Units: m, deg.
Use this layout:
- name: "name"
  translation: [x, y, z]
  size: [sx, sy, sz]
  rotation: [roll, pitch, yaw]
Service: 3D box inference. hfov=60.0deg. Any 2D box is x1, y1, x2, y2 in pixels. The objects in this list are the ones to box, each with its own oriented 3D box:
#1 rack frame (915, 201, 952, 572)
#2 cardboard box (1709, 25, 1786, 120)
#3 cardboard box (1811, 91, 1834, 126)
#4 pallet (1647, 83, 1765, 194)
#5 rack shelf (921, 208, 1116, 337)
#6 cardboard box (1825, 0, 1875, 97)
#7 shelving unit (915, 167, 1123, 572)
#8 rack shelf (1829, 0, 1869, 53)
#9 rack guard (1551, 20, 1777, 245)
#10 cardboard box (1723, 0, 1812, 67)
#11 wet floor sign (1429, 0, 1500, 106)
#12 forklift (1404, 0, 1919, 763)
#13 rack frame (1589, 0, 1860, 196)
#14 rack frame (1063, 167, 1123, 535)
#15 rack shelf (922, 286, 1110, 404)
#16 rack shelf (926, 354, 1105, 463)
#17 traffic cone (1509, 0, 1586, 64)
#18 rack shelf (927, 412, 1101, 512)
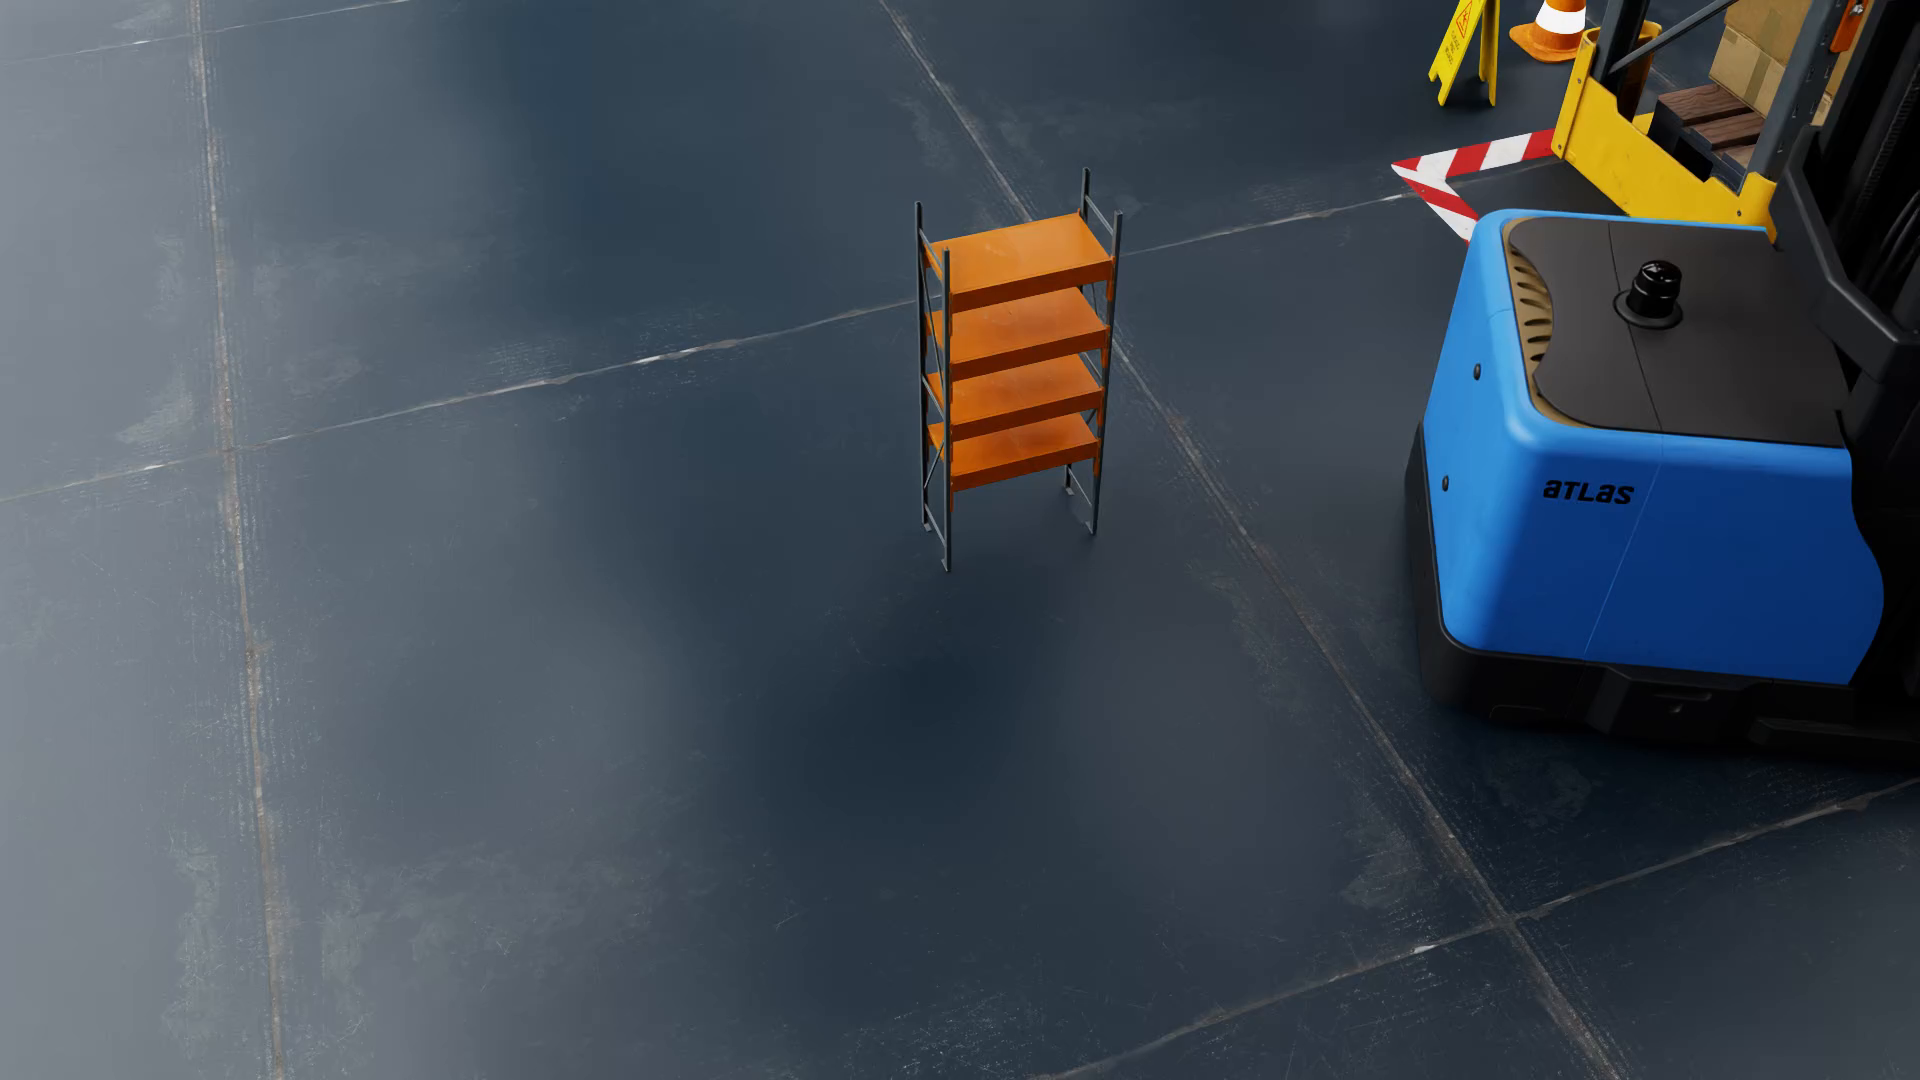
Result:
- name: "rack frame"
  translation: [-0.074, -0.405, 4.806]
  size: [0.015, 1.200, 0.240]
  rotation: [-14, 47, -14]
- name: "cardboard box"
  translation: [3.400, -1.892, 6.663]
  size: [0.500, 0.250, 0.500]
  rotation: [-15, 47, -14]
- name: "cardboard box"
  translation: [3.561, -1.522, 6.294]
  size: [0.500, 0.250, 0.500]
  rotation: [-15, 47, -14]
- name: "pallet"
  translation: [3.556, -1.541, 6.637]
  size: [1.213, 0.211, 1.003]
  rotation: [-14, 47, -14]
- name: "rack shelf"
  translation: [0.156, -0.741, 4.586]
  size: [0.480, 0.148, 0.258]
  rotation: [-14, 47, -14]
- name: "cardboard box"
  translation: [3.583, -1.793, 6.035]
  size: [0.500, 0.500, 0.500]
  rotation: [-16, 47, -15]
- name: "shelving unit"
  translation: [0.156, -0.463, 4.865]
  size: [0.503, 1.200, 0.258]
  rotation: [-14, 47, -14]
- name: "rack shelf"
  translation: [4.589, -2.562, 6.194]
  size: [4.000, 0.370, 1.077]
  rotation: [-14, 47, -14]
- name: "rack guard"
  translation: [2.780, -1.471, 6.363]
  size: [0.348, 0.500, 1.175]
  rotation: [-14, 47, -14]
- name: "cardboard box"
  translation: [3.373, -2.144, 6.384]
  size: [0.500, 0.500, 0.500]
  rotation: [-14, 47, -14]
- name: "wet floor sign"
  translation: [2.166, -2.171, 6.958]
  size: [0.232, 0.644, 0.267]
  rotation: [0, 45, 0]
- name: "forklift"
  translation: [2.877, -0.747, 3.925]
  size: [3.031, 2.935, 1.130]
  rotation: [5, 45, 5]
- name: "rack frame"
  translation: [2.708, -2.335, 5.460]
  size: [0.127, 3.000, 1.000]
  rotation: [-14, 47, -14]
- name: "rack frame"
  translation: [0.385, -0.522, 4.923]
  size: [0.015, 1.200, 0.240]
  rotation: [-14, 47, -14]
- name: "rack shelf"
  translation: [0.156, -0.574, 4.754]
  size: [0.480, 0.148, 0.258]
  rotation: [-14, 47, -14]
- name: "rack shelf"
  translation: [0.156, -0.416, 4.912]
  size: [0.480, 0.148, 0.258]
  rotation: [-14, 47, -14]
- name: "traffic cone"
  translation: [2.675, -2.402, 7.318]
  size: [0.334, 0.463, 0.336]
  rotation: [-14, 47, -14]
- name: "rack shelf"
  translation: [0.156, -0.276, 5.053]
  size: [0.480, 0.148, 0.258]
  rotation: [-14, 47, -14]
